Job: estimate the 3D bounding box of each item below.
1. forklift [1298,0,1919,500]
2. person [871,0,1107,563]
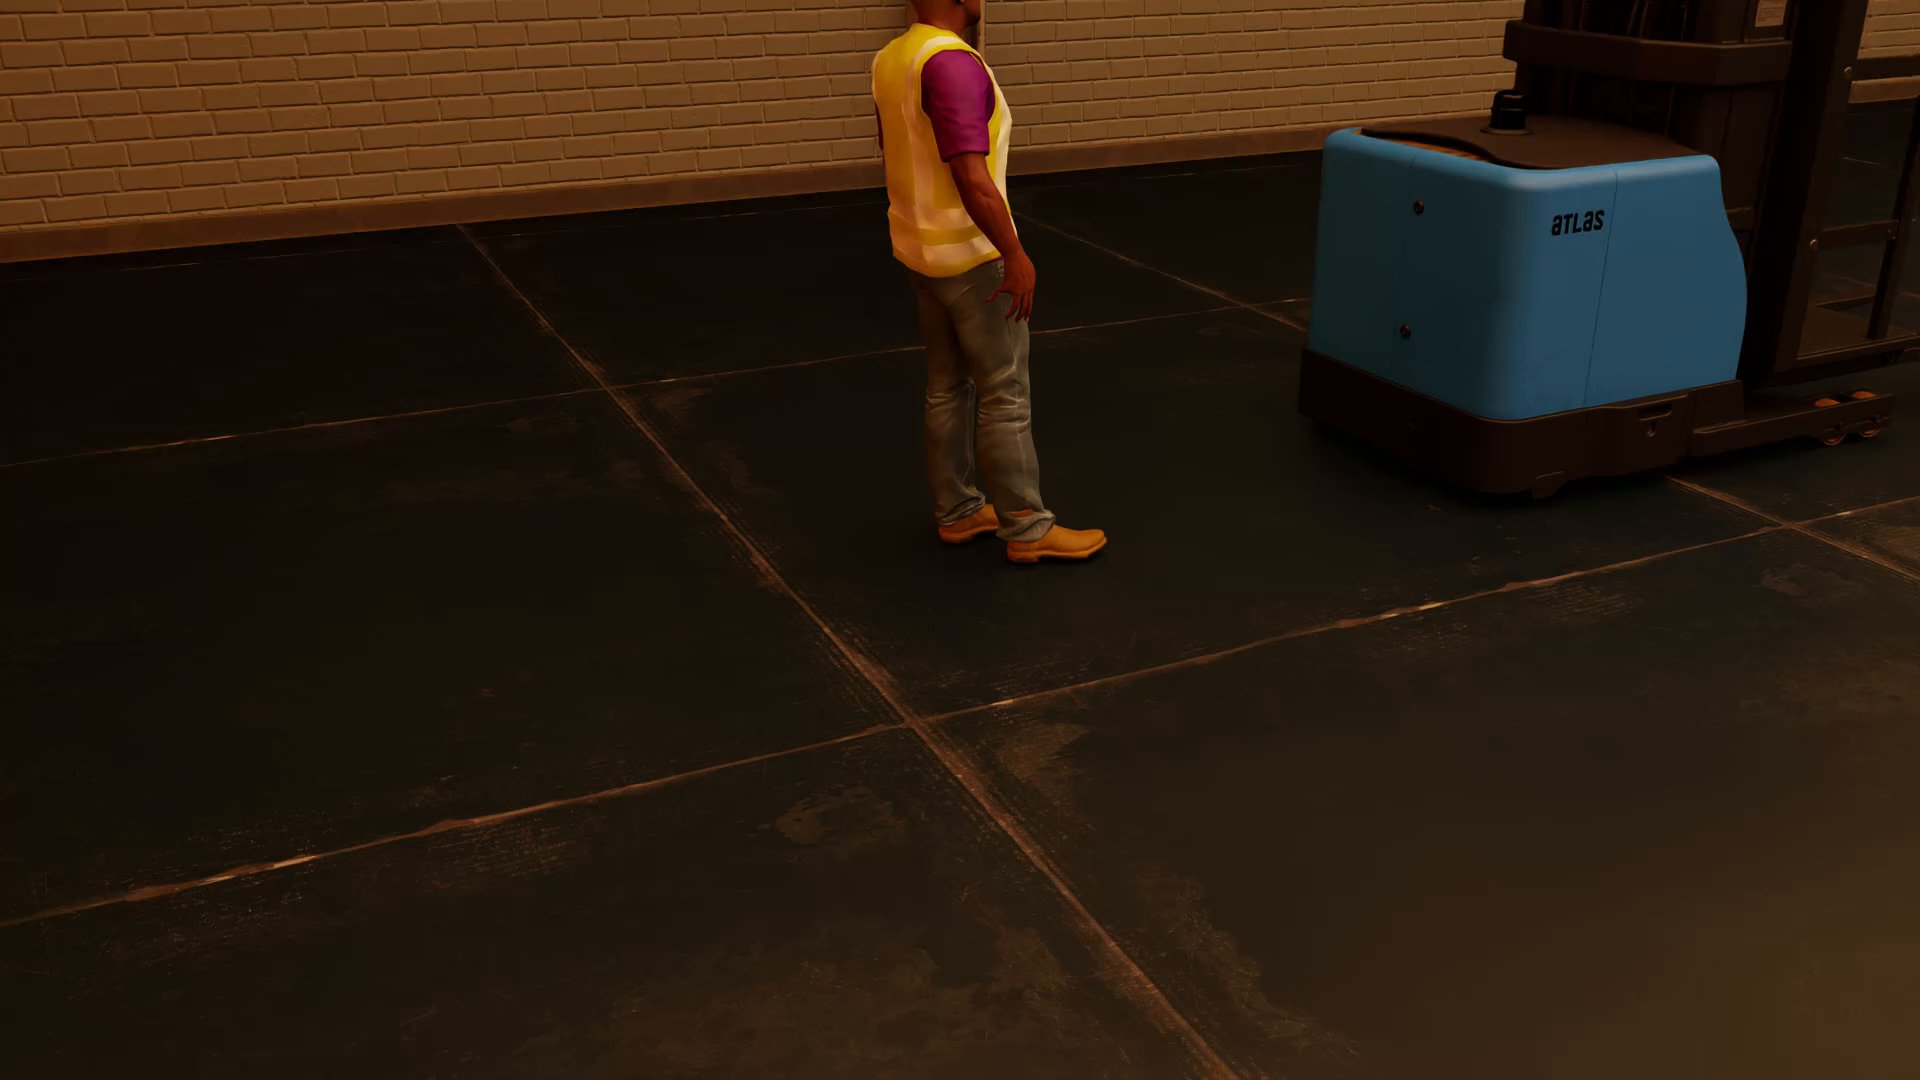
[{"bbox_3d":[2.784,-1.858,5.758,3.031,2.935,1.130,-11,25,-24],"label":"forklift"},{"bbox_3d":[0.066,-0.832,4.788,0.575,1.768,0.665,-10,25,-23],"label":"person"}]
